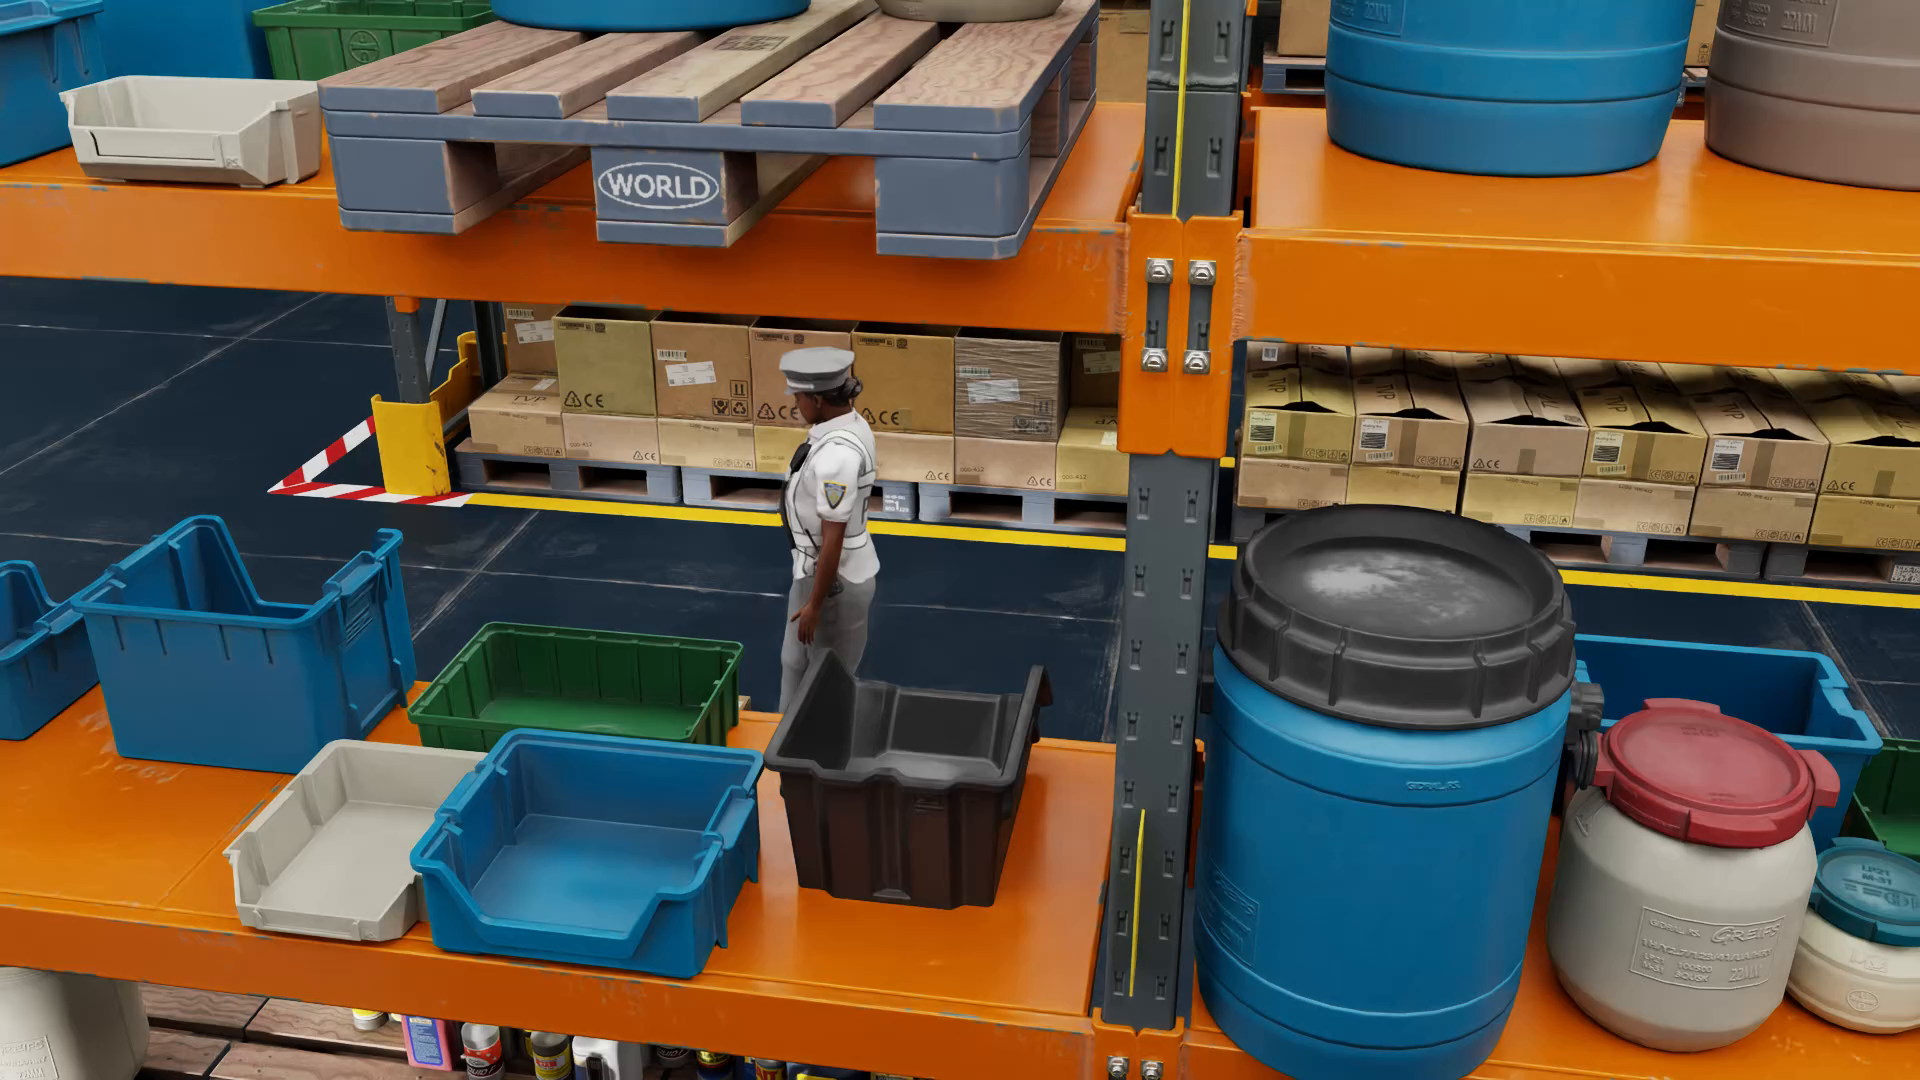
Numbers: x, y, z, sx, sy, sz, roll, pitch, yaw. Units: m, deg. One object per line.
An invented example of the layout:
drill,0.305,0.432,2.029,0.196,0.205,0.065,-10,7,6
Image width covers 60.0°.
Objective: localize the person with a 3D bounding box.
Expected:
person,-0.502,0.155,5.796,0.448,1.714,0.534,2,25,4
